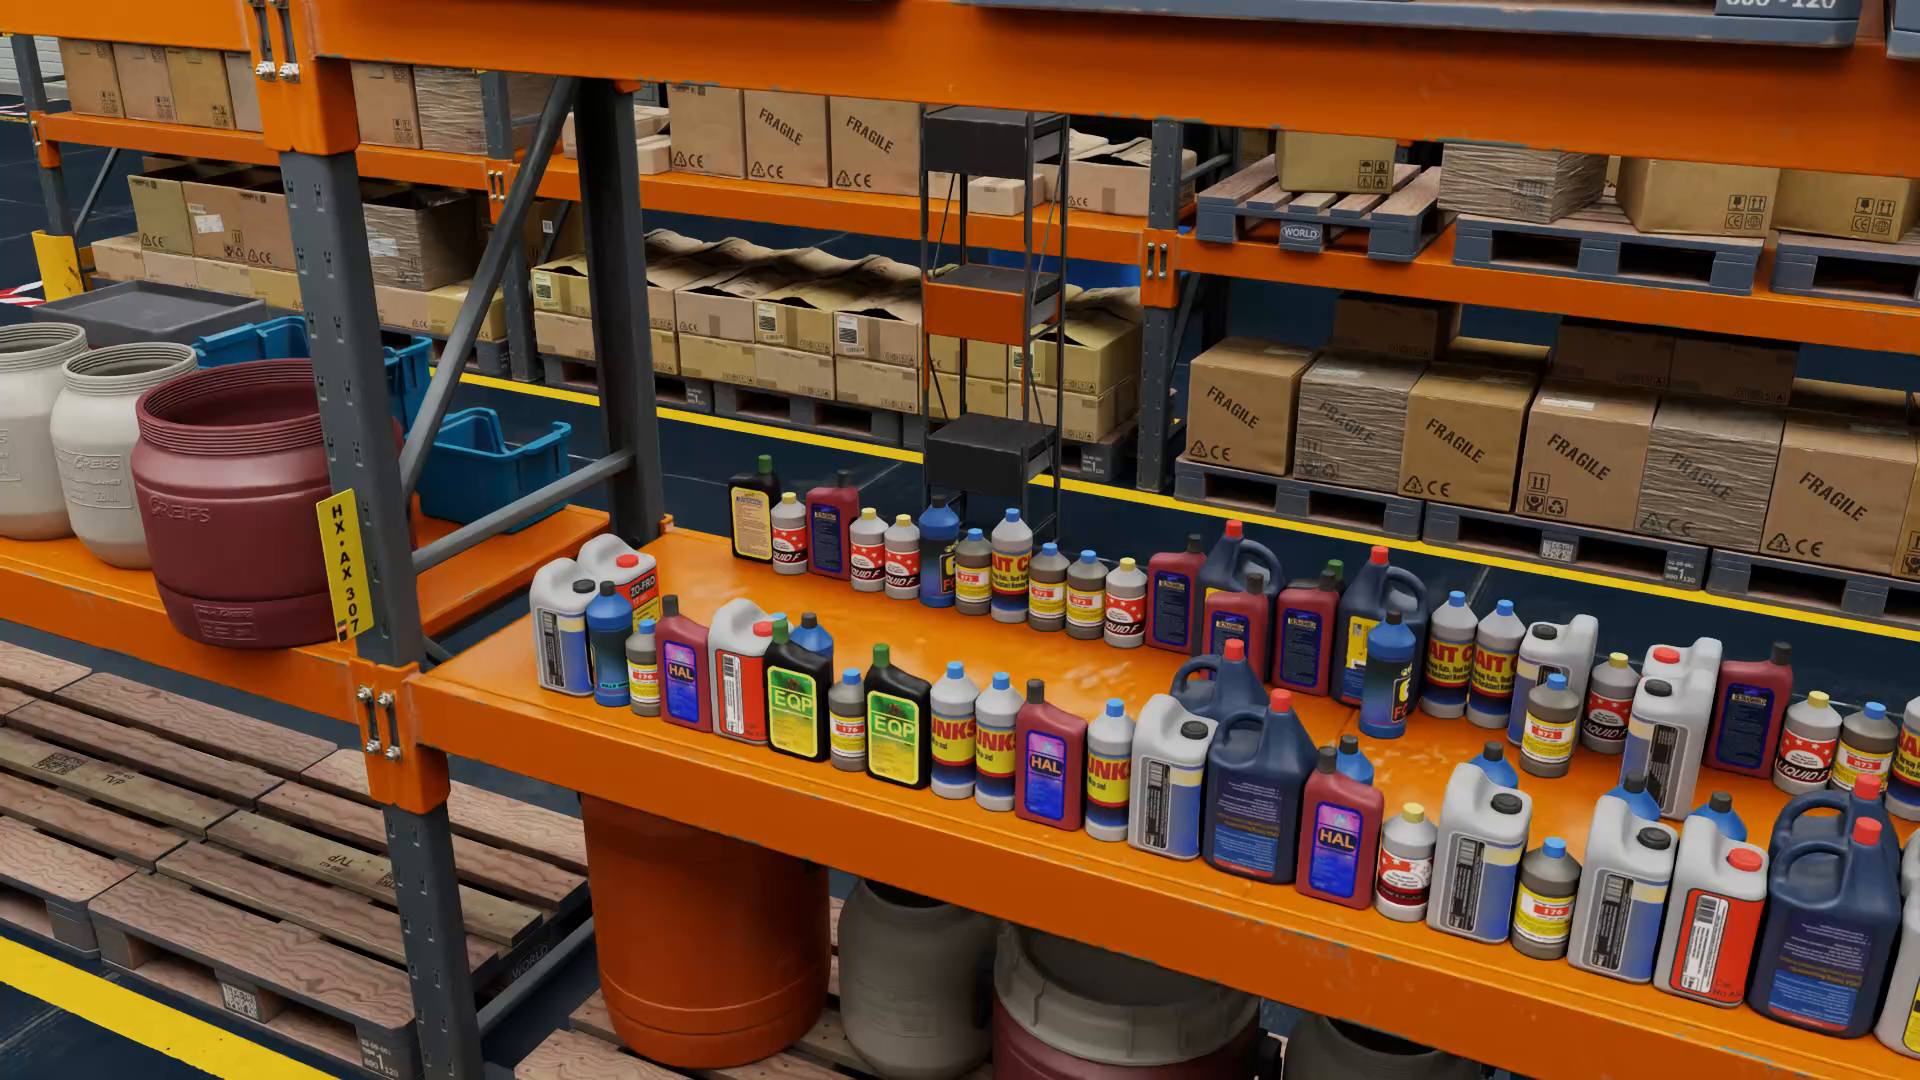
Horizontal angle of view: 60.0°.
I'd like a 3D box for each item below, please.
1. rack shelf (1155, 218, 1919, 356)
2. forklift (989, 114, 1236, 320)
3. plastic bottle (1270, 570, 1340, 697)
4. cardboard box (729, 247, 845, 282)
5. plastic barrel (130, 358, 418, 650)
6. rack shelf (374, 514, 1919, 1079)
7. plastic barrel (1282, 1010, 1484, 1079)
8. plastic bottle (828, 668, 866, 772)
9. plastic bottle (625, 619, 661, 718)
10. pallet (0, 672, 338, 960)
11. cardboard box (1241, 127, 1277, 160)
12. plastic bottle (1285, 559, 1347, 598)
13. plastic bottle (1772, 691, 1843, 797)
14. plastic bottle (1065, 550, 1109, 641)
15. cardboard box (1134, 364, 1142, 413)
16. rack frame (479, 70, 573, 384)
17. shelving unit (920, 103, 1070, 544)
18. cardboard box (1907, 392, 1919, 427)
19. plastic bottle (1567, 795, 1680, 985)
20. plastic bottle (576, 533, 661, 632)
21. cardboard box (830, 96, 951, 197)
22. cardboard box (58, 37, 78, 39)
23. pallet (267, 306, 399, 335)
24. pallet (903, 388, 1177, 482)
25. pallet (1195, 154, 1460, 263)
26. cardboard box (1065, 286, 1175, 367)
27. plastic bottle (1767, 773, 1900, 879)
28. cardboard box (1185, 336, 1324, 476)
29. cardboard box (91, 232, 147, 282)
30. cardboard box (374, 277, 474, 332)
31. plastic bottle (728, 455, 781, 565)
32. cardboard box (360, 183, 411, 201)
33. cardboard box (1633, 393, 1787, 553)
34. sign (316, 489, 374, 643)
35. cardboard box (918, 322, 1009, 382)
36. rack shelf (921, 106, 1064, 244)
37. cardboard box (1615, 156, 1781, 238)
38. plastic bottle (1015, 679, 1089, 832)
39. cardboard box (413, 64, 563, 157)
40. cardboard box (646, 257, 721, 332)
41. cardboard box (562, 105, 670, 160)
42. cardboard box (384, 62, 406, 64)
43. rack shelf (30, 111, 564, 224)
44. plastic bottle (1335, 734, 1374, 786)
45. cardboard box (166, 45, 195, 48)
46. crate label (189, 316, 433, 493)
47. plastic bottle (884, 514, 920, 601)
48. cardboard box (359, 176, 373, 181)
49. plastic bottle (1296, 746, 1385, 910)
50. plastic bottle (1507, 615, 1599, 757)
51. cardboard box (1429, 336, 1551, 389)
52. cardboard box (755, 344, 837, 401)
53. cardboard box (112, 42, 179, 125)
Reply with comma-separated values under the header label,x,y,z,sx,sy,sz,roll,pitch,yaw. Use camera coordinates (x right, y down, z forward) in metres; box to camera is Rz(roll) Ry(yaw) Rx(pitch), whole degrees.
label,x,y,z,sx,sy,sz,roll,pitch,yaw
rack shelf,2.945,-1.107,7.439,4.000,0.370,1.077,11,25,25
forklift,1.325,-3.126,11.354,1.130,2.935,3.031,12,26,26
plastic bottle,0.752,0.194,3.611,0.133,0.283,0.061,11,25,25
cardboard box,-1.008,-1.533,9.783,0.500,0.311,0.500,11,25,24
plastic barrel,-1.629,-0.100,3.979,0.708,0.536,0.600,11,25,25
rack shelf,0.706,0.623,3.372,4.000,0.370,1.077,11,25,25
plastic barrel,0.918,1.238,3.648,0.421,0.512,0.421,0,23,0
plastic bottle,-0.215,0.354,3.338,0.097,0.201,0.097,0,23,0
plastic bottle,-0.660,0.266,3.545,0.097,0.201,0.097,0,23,0
pallet,-2.837,0.855,5.469,1.213,0.211,1.003,11,25,25
cardboard box,2.245,-3.150,12.999,0.500,0.250,0.500,12,26,26
plastic bottle,0.779,0.173,3.661,0.133,0.283,0.061,11,25,25
plastic bottle,1.659,0.392,3.249,0.097,0.201,0.097,0,23,0
plastic bottle,0.297,0.123,3.882,0.097,0.201,0.097,0,23,0
cardboard box,0.825,-0.914,9.043,0.500,0.250,0.500,11,25,24
rack frame,-2.410,-2.497,9.789,0.127,3.000,1.000,11,25,25
shelving unit,0.148,-0.937,7.270,0.503,2.100,0.431,11,25,25
cardboard box,4.408,-0.307,7.272,0.500,0.500,0.500,10,25,22
plastic bottle,1.097,0.568,2.741,0.135,0.276,0.152,11,25,25
plastic bottle,-0.770,0.132,3.766,0.135,0.276,0.152,11,25,25
cardboard box,-0.345,-2.128,8.792,0.500,0.500,0.500,10,25,22
cardboard box,-5.727,-3.404,10.964,0.250,0.149,0.380,11,25,24
pallet,-4.194,-1.584,11.205,1.213,0.211,1.003,11,25,25
pallet,0.443,-0.667,9.048,1.213,0.211,1.003,11,25,25
pallet,1.796,-1.607,7.942,1.003,0.211,1.213,11,25,25
cardboard box,0.825,-1.172,8.933,0.500,0.311,0.500,12,26,26
plastic bottle,1.423,0.536,2.719,0.185,0.351,0.144,11,25,25
cardboard box,1.437,-0.663,8.108,0.500,0.500,0.500,12,26,27
cardboard box,-5.601,-1.959,11.501,0.500,0.250,0.500,11,25,25
cardboard box,-3.364,-1.522,10.474,0.500,0.250,0.500,11,25,25
plastic bottle,-0.525,-0.086,4.267,0.133,0.283,0.061,11,25,25
cardboard box,-3.811,-1.955,10.533,0.500,0.500,0.500,11,25,25
cardboard box,3.275,-0.303,7.261,0.500,0.500,0.500,12,26,25
sign,-1.320,0.057,3.575,0.005,0.325,0.100,11,25,25
cardboard box,0.114,-1.073,8.700,0.500,0.311,0.500,11,25,24
rack shelf,0.148,-1.569,7.002,0.480,0.518,0.431,11,25,25
cardboard box,3.125,-1.614,7.049,0.500,0.500,0.700,5,24,11
plastic bottle,0.172,0.401,3.123,0.133,0.283,0.061,11,25,25
cardboard box,-2.809,-2.619,9.949,0.500,0.500,0.700,10,25,23
cardboard box,-1.709,-1.433,9.547,0.500,0.311,0.500,11,25,24
cardboard box,-1.951,-2.357,9.650,0.500,0.250,0.500,13,26,28
cardboard box,-3.204,-2.905,9.791,0.250,0.149,0.380,10,25,23
rack shelf,-4.195,-2.519,10.760,4.000,0.370,1.077,11,25,25
plastic bottle,0.683,0.473,2.969,0.097,0.271,0.097,0,23,0
cardboard box,-4.805,-3.222,10.536,0.250,0.149,0.380,10,25,23
crate label,-1.843,-0.348,4.690,0.616,0.435,0.502,11,25,25
plastic bottle,-0.138,0.037,4.084,0.097,0.201,0.097,0,23,0
cardboard box,-4.022,-2.226,11.169,0.500,0.500,0.500,11,25,25
plastic bottle,0.663,0.498,2.894,0.133,0.283,0.061,11,25,25
plastic bottle,1.217,0.283,3.411,0.135,0.276,0.152,11,25,25
cardboard box,2.562,-0.668,8.121,0.500,0.500,0.500,10,25,23
cardboard box,-0.789,-0.996,9.236,0.500,0.250,0.500,12,26,26
cardboard box,-5.098,-3.072,11.012,0.500,0.500,0.700,12,26,26
